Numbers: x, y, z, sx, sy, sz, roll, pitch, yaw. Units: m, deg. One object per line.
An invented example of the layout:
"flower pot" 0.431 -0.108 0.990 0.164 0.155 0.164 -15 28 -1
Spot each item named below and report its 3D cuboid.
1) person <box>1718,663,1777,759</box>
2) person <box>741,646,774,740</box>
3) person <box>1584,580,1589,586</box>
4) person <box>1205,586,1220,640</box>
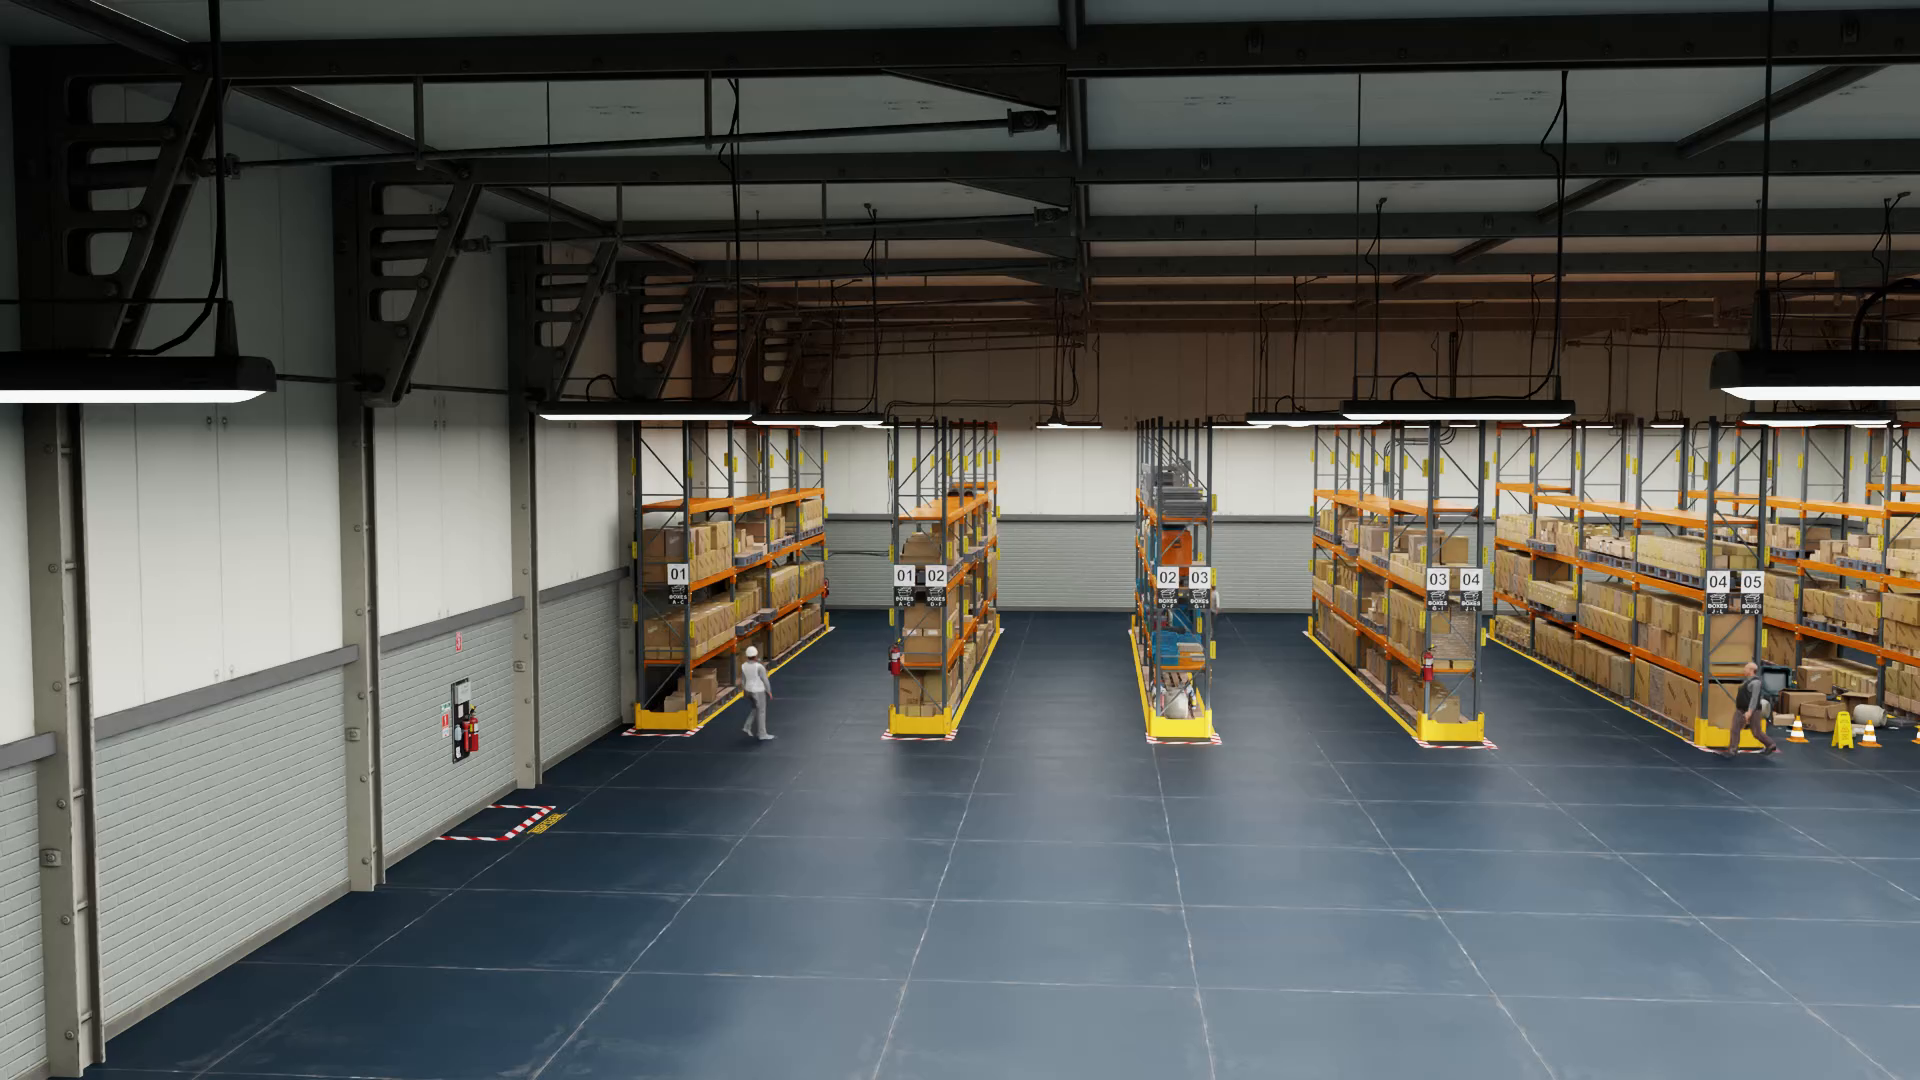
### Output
"person" 13.796 2.987 29.032 0.981 1.693 0.505 -1 4 -19
"person" -3.786 2.830 30.910 0.551 1.757 0.608 -3 5 -42
"person" 17.043 1.934 45.300 0.386 1.685 0.497 2 4 23
"person" 6.975 1.950 46.005 0.391 1.541 0.962 0 4 0
